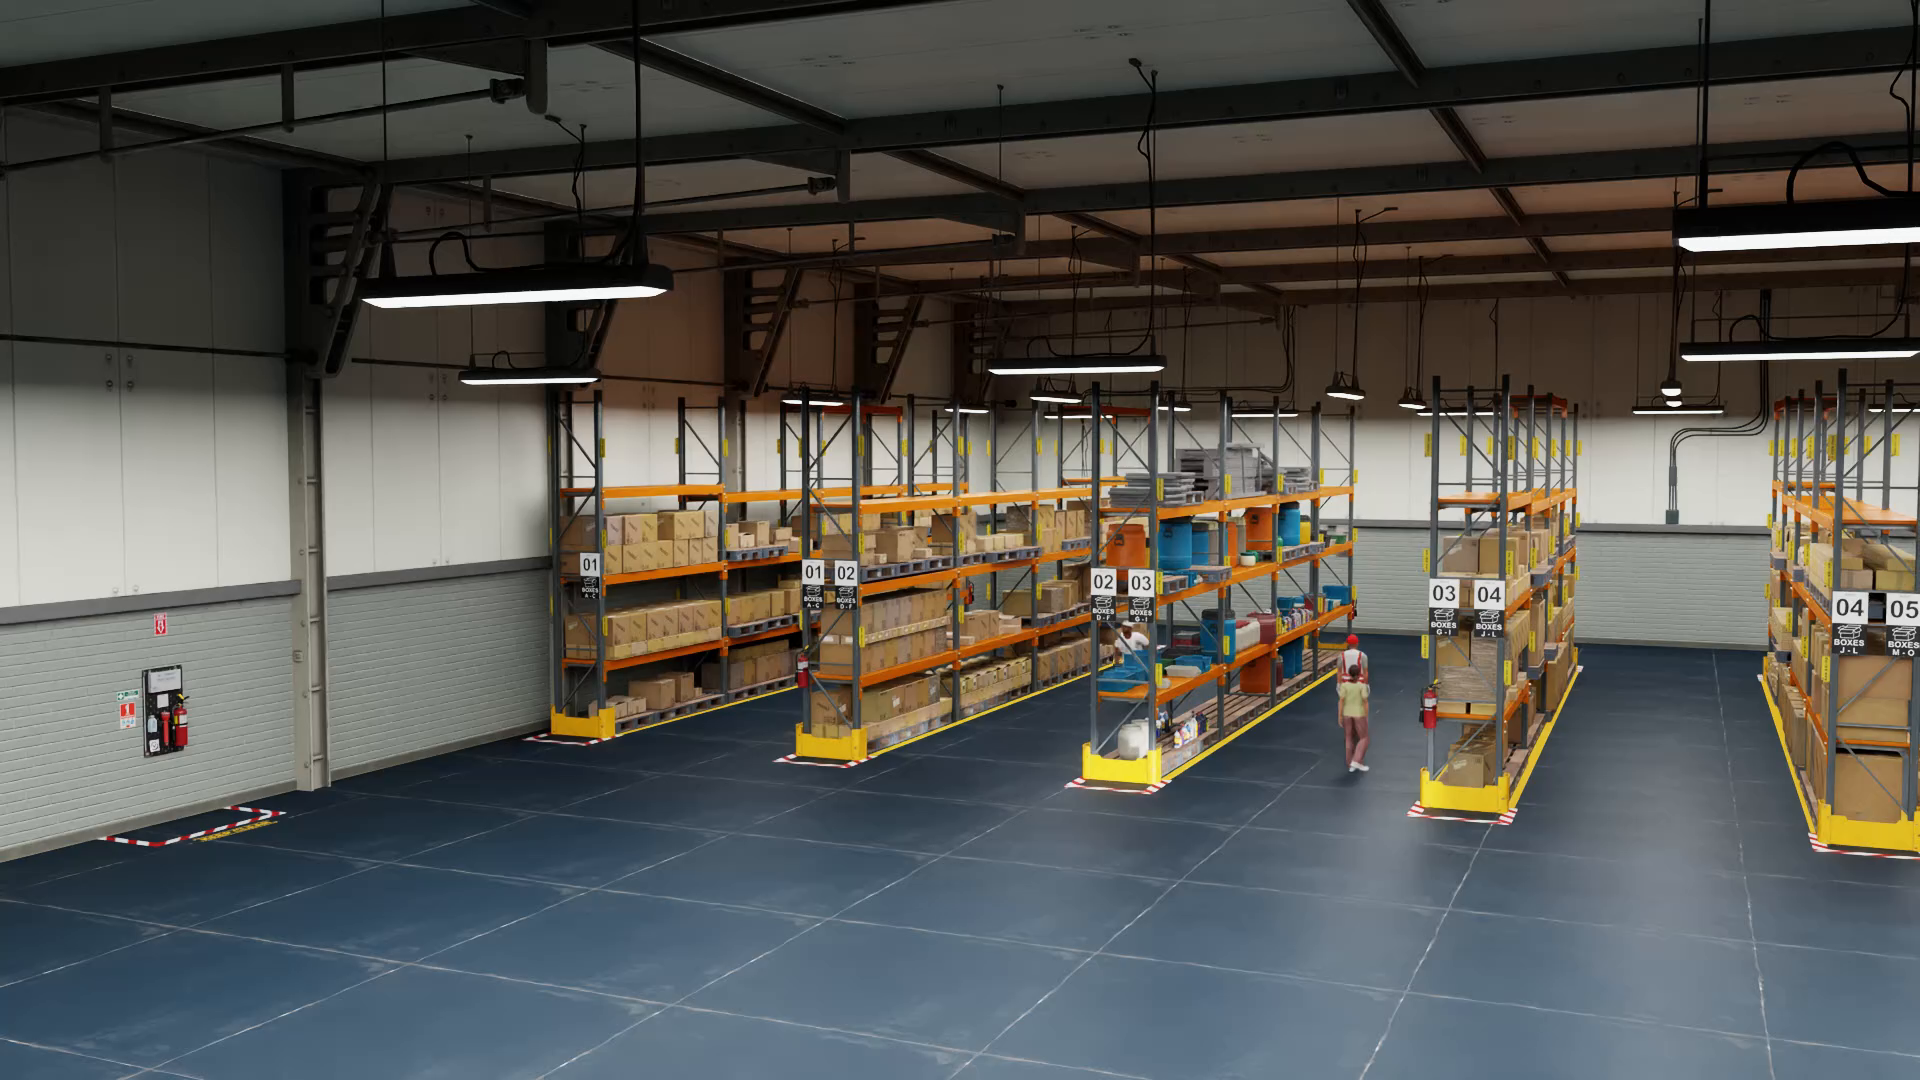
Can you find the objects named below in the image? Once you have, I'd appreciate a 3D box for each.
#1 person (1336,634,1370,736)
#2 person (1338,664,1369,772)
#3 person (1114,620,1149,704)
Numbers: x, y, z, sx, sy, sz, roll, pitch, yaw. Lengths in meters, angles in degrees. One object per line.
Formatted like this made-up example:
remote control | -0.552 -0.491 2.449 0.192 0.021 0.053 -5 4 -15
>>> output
person | 6.790 2.528 28.731 0.573 1.787 0.553 2 4 26
person | 6.088 2.755 25.674 0.487 1.668 0.534 1 3 23
person | 3.367 2.375 32.417 0.750 1.675 0.678 2 4 32
